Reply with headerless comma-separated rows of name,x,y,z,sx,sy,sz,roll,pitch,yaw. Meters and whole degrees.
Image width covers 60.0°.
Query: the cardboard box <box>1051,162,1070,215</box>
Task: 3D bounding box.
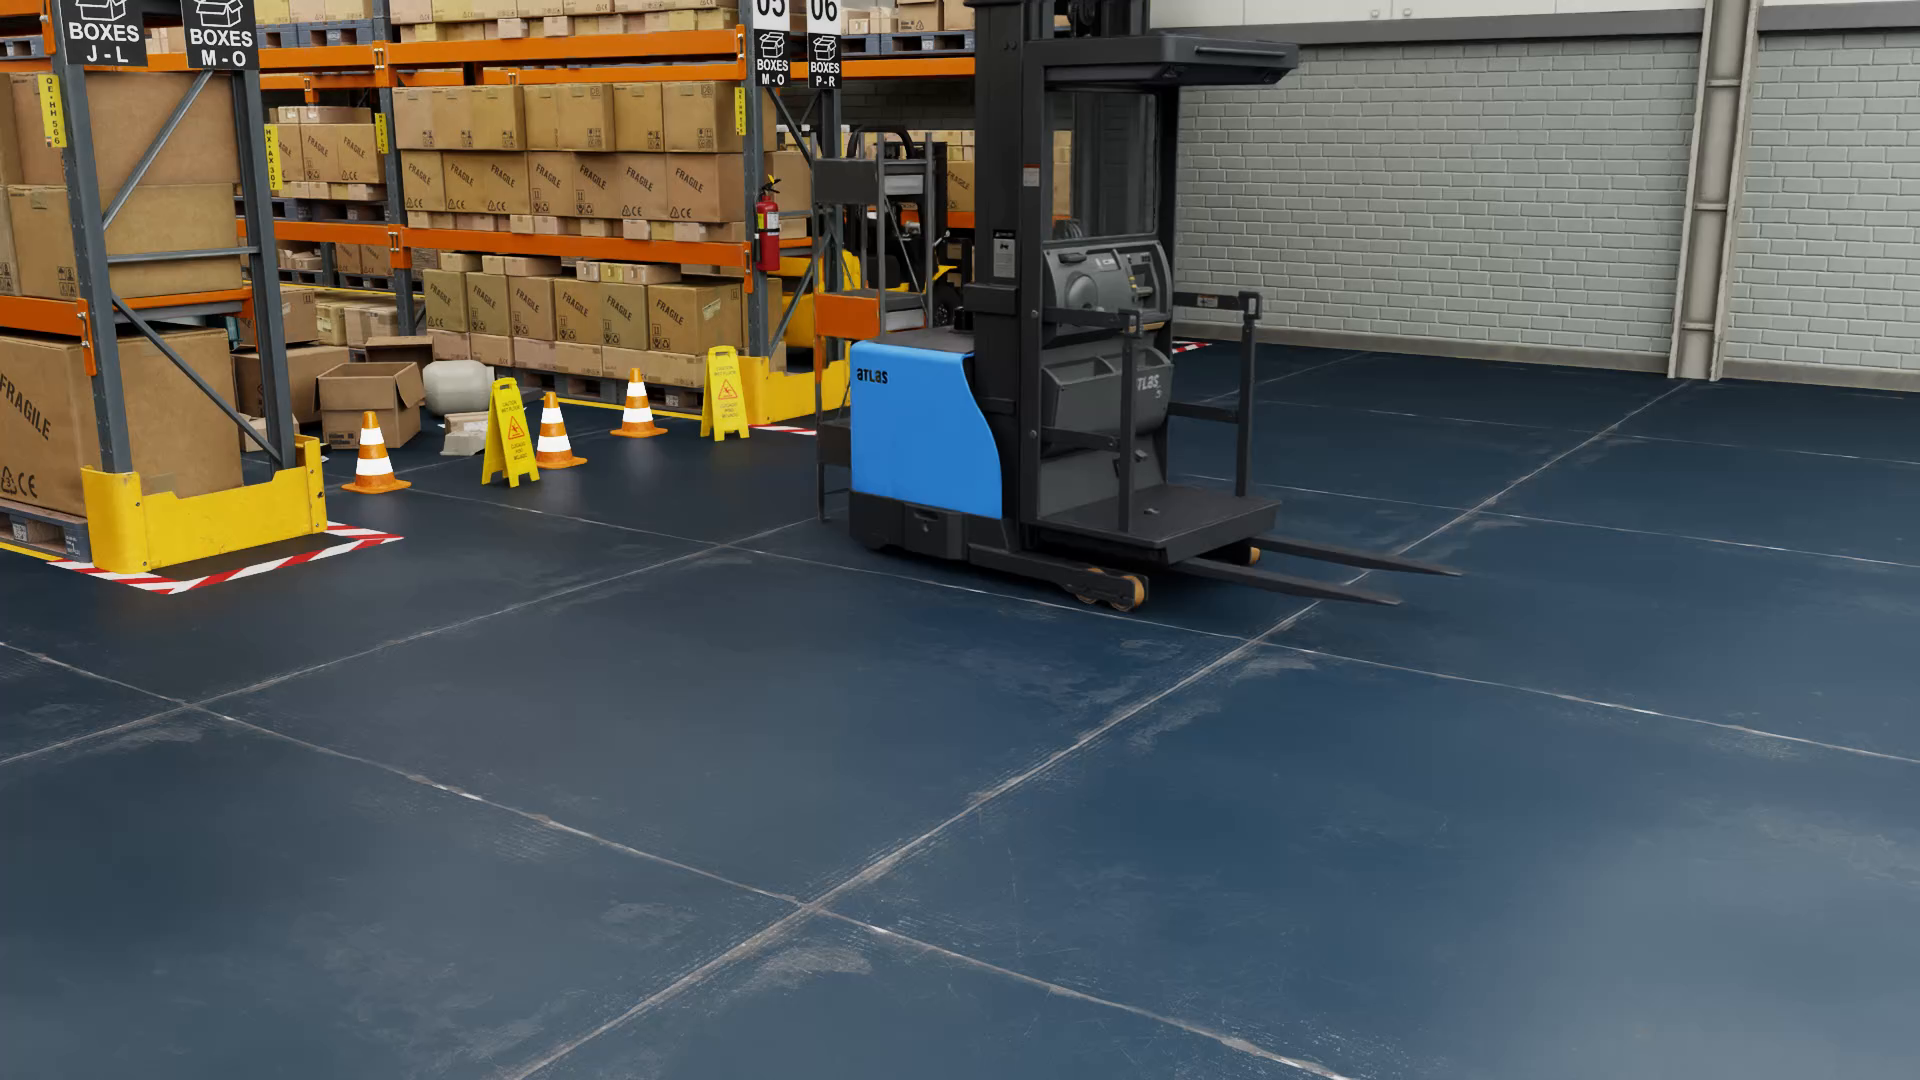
cardboard box,0.986,-3.477,16.418,0.500,0.500,0.500,9,16,32

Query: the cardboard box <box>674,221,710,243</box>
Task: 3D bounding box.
cardboard box,-1.928,-2.322,12.483,0.250,0.149,0.380,9,16,32

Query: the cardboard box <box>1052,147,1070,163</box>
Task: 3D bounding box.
cardboard box,1.097,-3.769,16.247,0.250,0.149,0.380,9,17,34

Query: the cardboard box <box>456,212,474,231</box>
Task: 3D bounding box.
cardboard box,-3.986,-2.680,13.928,0.250,0.149,0.380,9,17,33

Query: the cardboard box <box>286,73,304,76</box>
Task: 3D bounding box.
cardboard box,-8.879,-6.347,22.502,0.250,0.149,0.380,9,17,32

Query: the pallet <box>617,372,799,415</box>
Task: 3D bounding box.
pallet,-1.943,-1.197,13.219,1.213,0.211,1.003,9,17,33

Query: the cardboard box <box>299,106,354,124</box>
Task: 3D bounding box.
cardboard box,-5.633,-3.779,14.797,0.250,0.149,0.380,9,16,31

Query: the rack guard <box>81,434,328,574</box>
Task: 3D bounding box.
rack guard,-3.885,-0.207,8.620,0.348,0.500,1.175,9,17,33

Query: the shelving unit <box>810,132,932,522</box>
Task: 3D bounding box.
shelving unit,-0.469,-1.119,8.974,0.503,2.100,0.431,12,18,39

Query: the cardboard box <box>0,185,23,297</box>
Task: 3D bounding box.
cardboard box,-4.706,-1.607,8.760,0.550,0.550,0.875,9,17,33

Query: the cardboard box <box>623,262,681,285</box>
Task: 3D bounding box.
cardboard box,-2.378,-2.064,12.855,0.250,0.149,0.380,10,17,34

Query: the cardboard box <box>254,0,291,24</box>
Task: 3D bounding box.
cardboard box,-5.950,-4.735,14.904,0.500,0.250,0.500,9,17,34

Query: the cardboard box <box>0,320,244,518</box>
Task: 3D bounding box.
cardboard box,-4.504,-0.674,8.852,0.875,0.875,0.875,9,17,33

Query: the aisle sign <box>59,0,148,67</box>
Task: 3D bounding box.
aisle sign,-4.013,-2.616,7.740,0.004,0.787,0.394,9,17,33

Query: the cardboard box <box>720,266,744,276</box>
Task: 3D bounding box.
cardboard box,-2.217,-3.070,19.050,0.625,0.625,0.875,10,17,35

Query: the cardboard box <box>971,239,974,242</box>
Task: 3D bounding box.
cardboard box,0.001,-3.077,17.778,0.500,0.250,0.500,9,16,32

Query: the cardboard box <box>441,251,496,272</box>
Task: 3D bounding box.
cardboard box,-4.136,-2.347,14.000,0.250,0.149,0.380,9,17,34

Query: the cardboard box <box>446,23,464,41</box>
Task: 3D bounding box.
cardboard box,-3.970,-4.147,13.613,0.250,0.149,0.380,9,17,33

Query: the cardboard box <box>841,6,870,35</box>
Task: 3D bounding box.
cardboard box,-1.223,-5.456,17.483,0.500,0.311,0.500,10,17,34

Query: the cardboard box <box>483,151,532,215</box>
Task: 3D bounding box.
cardboard box,-3.496,-2.907,13.495,0.500,0.500,0.500,9,17,32

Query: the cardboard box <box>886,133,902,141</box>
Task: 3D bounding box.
cardboard box,-0.566,-4.200,17.370,0.250,0.149,0.380,9,17,33

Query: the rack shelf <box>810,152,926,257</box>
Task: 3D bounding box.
rack shelf,-0.469,-1.785,8.809,0.480,0.518,0.431,12,18,39

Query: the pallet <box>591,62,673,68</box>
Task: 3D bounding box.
pallet,-3.554,-5.629,19.472,1.213,0.211,1.003,10,17,35

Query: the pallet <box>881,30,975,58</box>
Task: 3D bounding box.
pallet,-0.047,-5.091,17.089,1.213,0.211,1.003,9,17,33

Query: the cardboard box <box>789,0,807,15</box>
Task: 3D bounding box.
cardboard box,-1.494,-4.073,12.483,0.500,0.250,0.500,9,16,32

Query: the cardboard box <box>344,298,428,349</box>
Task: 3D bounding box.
cardboard box,-4.981,-1.959,15.089,0.625,0.372,0.950,9,17,34

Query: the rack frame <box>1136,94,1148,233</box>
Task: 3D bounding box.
rack frame,1.541,-3.415,16.375,0.127,3.000,1.000,9,17,33

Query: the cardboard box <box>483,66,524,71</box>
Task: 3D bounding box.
cardboard box,-5.658,-5.891,20.449,0.500,0.250,0.500,9,16,31

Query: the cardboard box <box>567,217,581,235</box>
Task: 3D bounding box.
cardboard box,-2.913,-2.519,13.279,0.250,0.149,0.380,9,17,33

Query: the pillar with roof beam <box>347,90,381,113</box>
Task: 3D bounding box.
pillar with roof beam,-10.893,-7.351,19.791,0.400,9.000,9.100,9,17,33

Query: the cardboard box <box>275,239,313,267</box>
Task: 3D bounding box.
cardboard box,-9.731,-4.188,23.828,0.500,0.500,0.700,8,16,31

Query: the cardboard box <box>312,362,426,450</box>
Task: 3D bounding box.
cardboard box,-4.096,-0.943,11.587,0.637,0.503,0.797,-1,14,-6

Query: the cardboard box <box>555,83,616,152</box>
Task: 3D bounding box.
cardboard box,-2.668,-3.245,12.781,0.500,0.500,0.700,9,16,32

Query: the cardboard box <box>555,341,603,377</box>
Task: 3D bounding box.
cardboard box,-2.909,-1.488,13.442,0.500,0.250,0.500,8,16,31

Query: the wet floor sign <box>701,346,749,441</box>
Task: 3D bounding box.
wet floor sign,-1.665,-1.043,11.693,0.267,0.644,0.232,-10,17,-35

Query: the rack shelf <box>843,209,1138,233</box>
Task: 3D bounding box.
rack shelf,-0.118,-3.334,17.545,4.000,0.370,1.077,9,17,33

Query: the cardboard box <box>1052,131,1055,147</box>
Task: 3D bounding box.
cardboard box,0.905,-3.955,16.382,0.250,0.149,0.380,9,17,33

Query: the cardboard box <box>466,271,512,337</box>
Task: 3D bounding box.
cardboard box,-3.755,-1.992,13.914,0.500,0.500,0.500,10,17,35

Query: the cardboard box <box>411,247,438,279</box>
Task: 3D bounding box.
cardboard box,-6.854,-3.697,21.842,0.500,0.500,0.500,8,16,31

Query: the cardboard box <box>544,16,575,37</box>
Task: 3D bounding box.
cardboard box,-2.977,-3.948,12.809,0.250,0.149,0.380,9,16,32

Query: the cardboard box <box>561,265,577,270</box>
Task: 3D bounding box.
cardboard box,-3.481,-2.100,14.353,0.500,0.500,0.500,10,17,34

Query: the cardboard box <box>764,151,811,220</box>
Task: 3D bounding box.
cardboard box,-1.464,-2.736,12.807,0.500,0.500,0.500,9,16,32

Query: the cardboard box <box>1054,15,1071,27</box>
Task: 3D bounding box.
cardboard box,1.038,-5.182,15.983,0.500,0.500,0.500,10,17,35

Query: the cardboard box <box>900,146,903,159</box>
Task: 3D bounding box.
cardboard box,-0.614,-4.042,17.351,0.250,0.149,0.380,9,16,31

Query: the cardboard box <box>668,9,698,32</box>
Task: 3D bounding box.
cardboard box,-1.903,-3.777,12.121,0.250,0.149,0.380,9,17,33

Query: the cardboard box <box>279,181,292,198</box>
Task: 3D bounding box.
cardboard box,-5.964,-3.196,15.142,0.250,0.149,0.380,9,17,33

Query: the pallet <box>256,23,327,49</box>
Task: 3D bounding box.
pallet,-5.860,-4.568,15.183,1.003,0.211,1.213,9,17,33

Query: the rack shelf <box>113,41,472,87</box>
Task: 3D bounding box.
rack shelf,-6.204,-4.336,15.351,4.000,0.370,1.077,9,17,33

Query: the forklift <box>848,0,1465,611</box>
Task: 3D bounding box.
forklift,0.866,-1.242,7.741,3.031,2.935,1.130,12,18,39

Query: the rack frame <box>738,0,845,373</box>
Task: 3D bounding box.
rack frame,-1.226,-2.424,12.375,0.127,3.000,1.000,9,17,33

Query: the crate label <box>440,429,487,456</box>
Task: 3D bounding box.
crate label,-3.327,-0.661,11.210,0.298,0.136,0.250,1,14,4

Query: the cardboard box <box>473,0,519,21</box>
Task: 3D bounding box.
cardboard box,-3.491,-4.238,13.151,0.500,0.250,0.500,9,17,33
